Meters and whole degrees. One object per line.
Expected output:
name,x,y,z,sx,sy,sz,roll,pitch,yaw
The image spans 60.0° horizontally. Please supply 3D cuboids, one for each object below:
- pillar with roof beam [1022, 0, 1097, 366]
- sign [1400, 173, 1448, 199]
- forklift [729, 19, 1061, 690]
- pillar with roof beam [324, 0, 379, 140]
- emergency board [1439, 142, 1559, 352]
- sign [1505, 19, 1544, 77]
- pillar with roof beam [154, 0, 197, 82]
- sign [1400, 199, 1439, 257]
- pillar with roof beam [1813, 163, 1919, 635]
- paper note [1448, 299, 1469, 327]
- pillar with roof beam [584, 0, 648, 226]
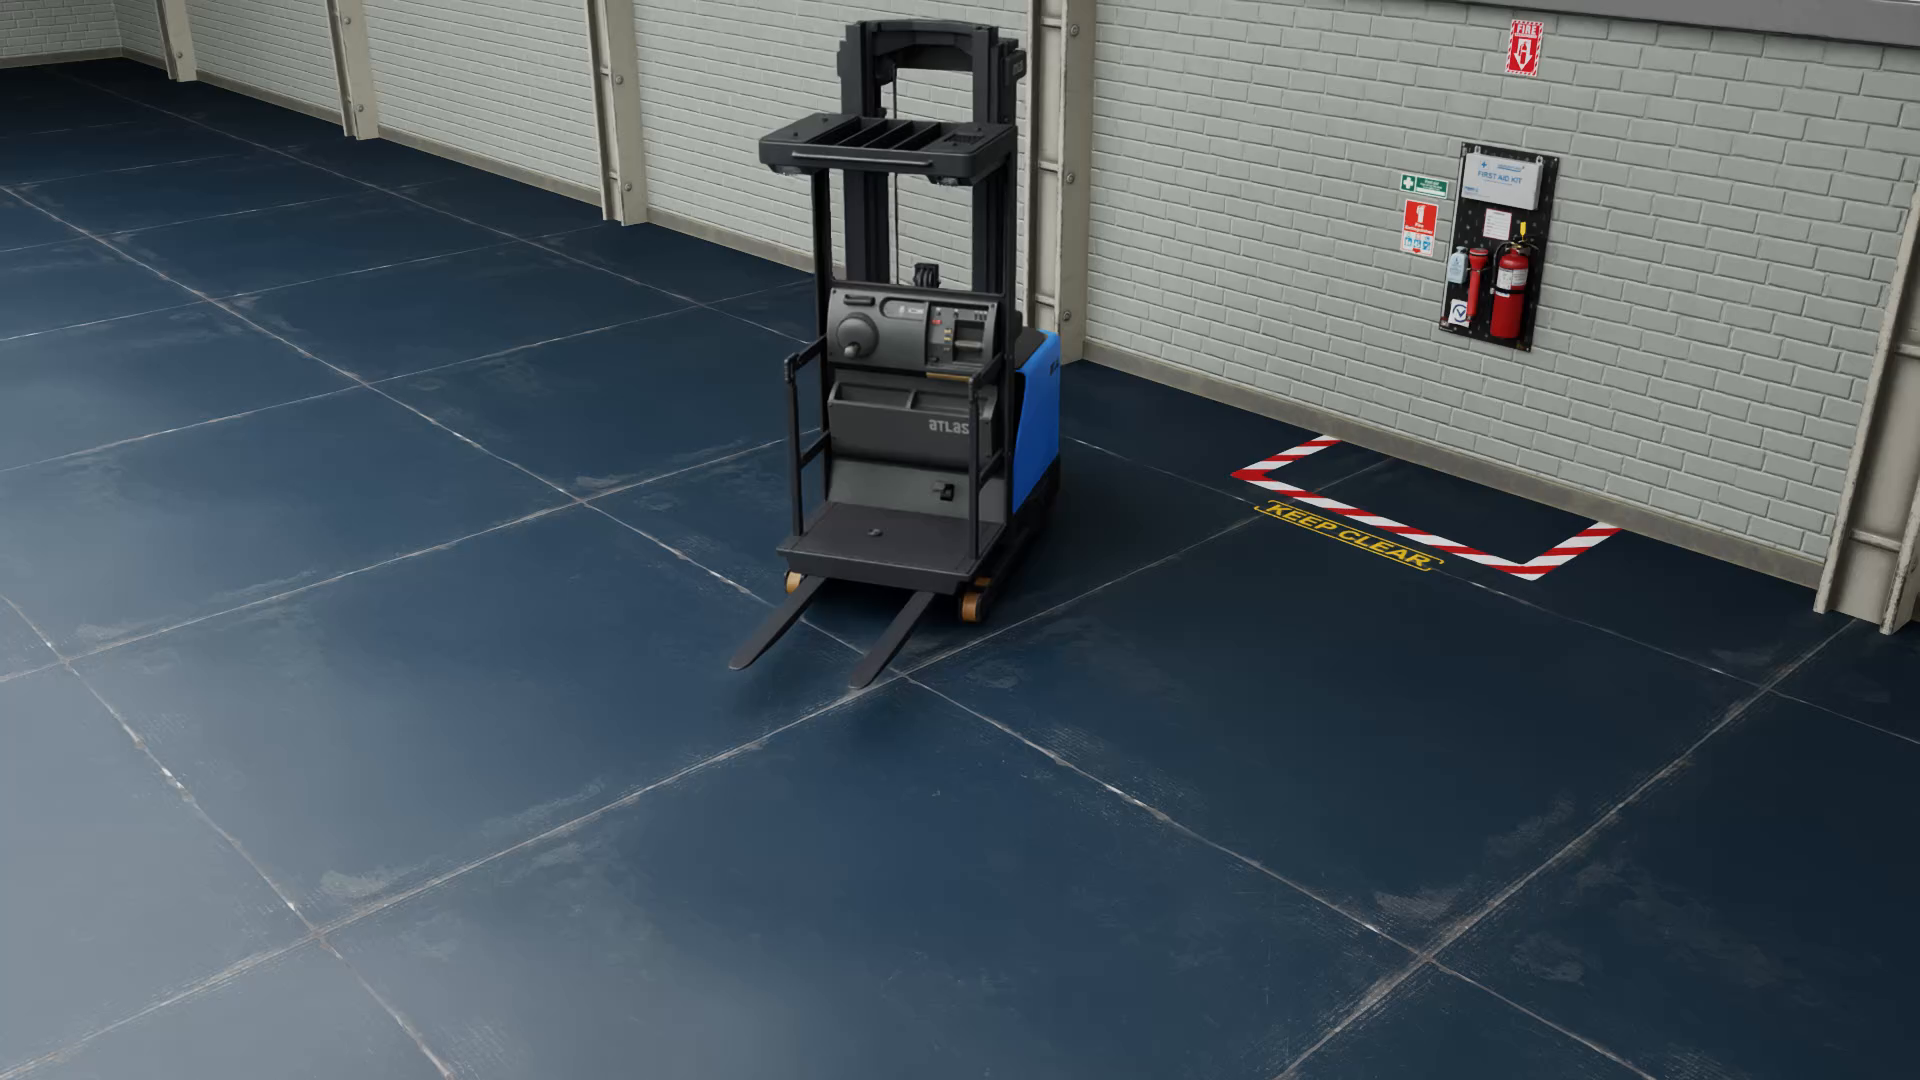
pillar with roof beam,-2.421,-4.297,8.326,9.100,9.000,0.400,-21,32,-38
sign,2.855,-2.180,10.234,0.001,0.109,0.331,-21,32,-38
forklift,-0.319,-1.080,8.587,1.130,2.935,3.031,8,26,16
pillar with roof beam,-10.623,-7.932,16.295,9.100,9.000,0.400,-21,32,-38
emergency board,3.161,-1.730,9.928,0.194,1.169,0.643,-21,32,-38
sign,3.228,-2.815,9.515,0.001,0.298,0.199,-21,32,-38
pillar with roof beam,-14.724,-9.750,20.280,9.100,9.000,0.400,-21,32,-38
sign,2.858,-1.943,10.352,0.001,0.329,0.234,-21,32,-38
pillar with roof beam,1.680,-2.479,4.341,9.100,9.000,0.400,-21,32,-38
paper note,3.090,-1.403,10.272,0.016,0.148,0.142,-21,32,-38
pillar with roof beam,-6.522,-6.114,12.311,9.100,9.000,0.400,-21,32,-38
